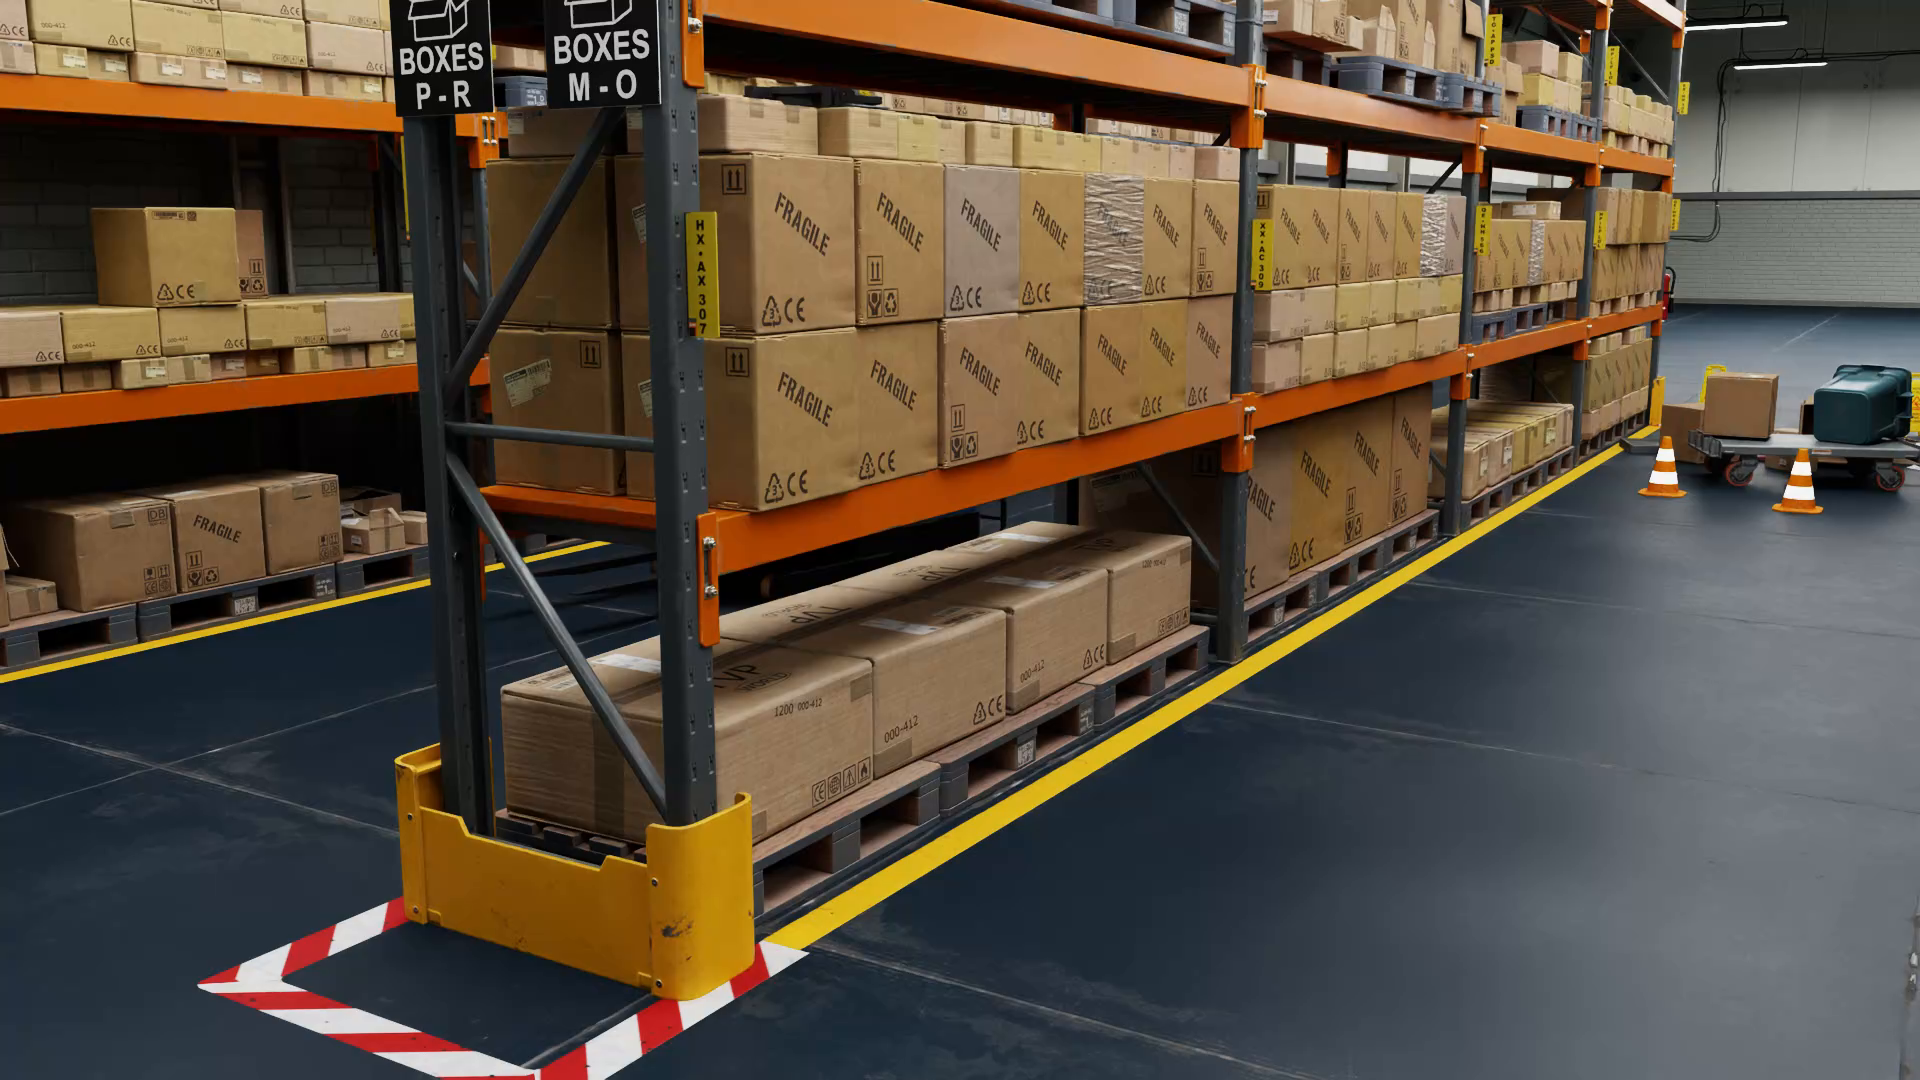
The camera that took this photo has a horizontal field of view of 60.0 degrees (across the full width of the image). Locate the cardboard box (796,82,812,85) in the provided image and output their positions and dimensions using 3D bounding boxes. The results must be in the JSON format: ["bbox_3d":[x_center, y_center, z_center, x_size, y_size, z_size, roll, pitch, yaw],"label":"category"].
[{"bbox_3d":[-1.390,-3.647,13.059,0.380,0.149,0.250,6,12,29],"label":"cardboard box"}]

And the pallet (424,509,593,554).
[{"bbox_3d":[-2.924,-0.149,11.591,1.003,0.211,1.213,6,12,31],"label":"pallet"}]

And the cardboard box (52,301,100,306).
[{"bbox_3d":[-4.578,-1.170,9.065,0.500,0.250,0.500,6,12,31],"label":"cardboard box"}]

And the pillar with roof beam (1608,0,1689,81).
[{"bbox_3d":[21.039,-10.508,43.041,9.100,9.000,0.548,6,12,31],"label":"pillar with roof beam"}]

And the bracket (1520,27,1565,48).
[{"bbox_3d":[12.995,-11.240,37.172,0.076,0.066,4.783,6,12,31],"label":"bracket"}]

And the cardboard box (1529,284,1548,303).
[{"bbox_3d":[4.510,-1.989,13.384,0.380,0.149,0.250,6,12,31],"label":"cardboard box"}]

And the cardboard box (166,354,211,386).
[{"bbox_3d":[-4.155,-0.902,8.720,0.380,0.149,0.250,7,13,32],"label":"cardboard box"}]

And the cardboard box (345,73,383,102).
[{"bbox_3d":[-3.525,-2.575,9.501,0.380,0.149,0.250,7,13,33],"label":"cardboard box"}]

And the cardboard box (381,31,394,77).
[{"bbox_3d":[-3.351,-2.835,9.809,0.500,0.250,0.500,6,12,31],"label":"cardboard box"}]

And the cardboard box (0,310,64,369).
[{"bbox_3d":[-4.664,-0.957,7.926,0.500,0.250,0.500,7,12,31],"label":"cardboard box"}]

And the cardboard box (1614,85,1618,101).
[{"bbox_3d":[5.636,-3.978,14.828,0.380,0.149,0.250,7,13,32],"label":"cardboard box"}]

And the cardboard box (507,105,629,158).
[{"bbox_3d":[-1.132,-1.220,4.985,0.380,0.149,0.250,7,12,31],"label":"cardboard box"}]

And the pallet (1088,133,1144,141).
[{"bbox_3d":[1.260,-4.214,17.815,1.003,0.211,1.213,6,12,31],"label":"pallet"}]

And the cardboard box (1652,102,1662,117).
[{"bbox_3d":[6.953,-4.384,17.001,0.380,0.149,0.250,6,12,30],"label":"cardboard box"}]

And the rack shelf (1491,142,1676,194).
[{"bbox_3d":[6.122,-3.608,16.293,1.077,0.370,4.000,6,12,31],"label":"rack shelf"}]

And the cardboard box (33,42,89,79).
[{"bbox_3d":[-4.418,-2.292,7.989,0.380,0.149,0.250,6,12,31],"label":"cardboard box"}]

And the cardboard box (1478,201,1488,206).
[{"bbox_3d":[4.061,-2.672,13.508,0.380,0.149,0.250,7,13,34],"label":"cardboard box"}]

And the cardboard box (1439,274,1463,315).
[{"bbox_3d":[2.972,-1.615,10.894,0.500,0.250,0.500,6,12,30],"label":"cardboard box"}]

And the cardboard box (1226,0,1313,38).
[{"bbox_3d":[1.489,-2.575,8.042,0.396,0.266,0.258,6,12,30],"label":"cardboard box"}]

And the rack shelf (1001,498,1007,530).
[{"bbox_3d":[0.001,-0.315,11.221,0.431,0.518,0.480,9,14,40],"label":"rack shelf"}]

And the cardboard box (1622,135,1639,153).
[{"bbox_3d":[6.199,-3.744,15.745,0.380,0.149,0.250,6,12,30],"label":"cardboard box"}]

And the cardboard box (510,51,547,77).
[{"bbox_3d":[-2.655,-3.041,10.579,0.380,0.149,0.250,7,12,31],"label":"cardboard box"}]

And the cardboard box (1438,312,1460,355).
[{"bbox_3d":[2.966,-1.366,10.919,0.500,0.250,0.500,6,12,29],"label":"cardboard box"}]

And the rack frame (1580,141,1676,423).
[{"bbox_3d":[7.160,-2.802,18.183,1.000,3.000,0.127,6,12,31],"label":"rack frame"}]

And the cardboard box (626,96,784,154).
[{"bbox_3d":[-0.726,-1.174,4.738,0.380,0.149,0.250,7,13,32],"label":"cardboard box"}]

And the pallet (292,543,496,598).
[{"bbox_3d":[-3.672,0.090,10.312,1.003,0.211,1.213,6,12,31],"label":"pallet"}]

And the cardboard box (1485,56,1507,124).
[{"bbox_3d":[3.507,-3.215,11.968,0.700,0.500,0.500,6,12,31],"label":"cardboard box"}]

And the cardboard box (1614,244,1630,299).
[{"bbox_3d":[6.062,-2.570,15.862,0.500,0.500,0.500,6,12,30],"label":"cardboard box"}]

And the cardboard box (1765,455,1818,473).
[{"bbox_3d":[7.341,-0.752,14.663,0.258,0.266,0.396,-2,11,-9],"label":"cardboard box"}]

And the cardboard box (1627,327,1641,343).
[{"bbox_3d":[6.700,-2.090,16.910,0.380,0.149,0.250,7,12,32],"label":"cardboard box"}]

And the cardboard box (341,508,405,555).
[{"bbox_3d":[-3.538,-0.079,9.927,0.396,0.266,0.258,7,13,33],"label":"cardboard box"}]

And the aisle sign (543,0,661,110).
[{"bbox_3d":[-0.936,-1.524,4.294,0.394,0.787,0.004,6,12,31],"label":"aisle sign"}]

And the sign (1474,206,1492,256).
[{"bbox_3d":[3.483,-2.060,11.076,0.100,0.325,0.005,6,12,31],"label":"sign"}]

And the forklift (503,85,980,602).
[{"bbox_3d":[-1.235,-1.187,9.744,1.130,2.935,3.031,9,14,41],"label":"forklift"}]

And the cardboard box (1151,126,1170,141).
[{"bbox_3d":[1.941,-4.723,18.602,0.797,0.503,0.637,7,13,33],"label":"cardboard box"}]

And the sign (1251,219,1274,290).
[{"bbox_3d":[1.405,-1.326,7.733,0.100,0.325,0.005,6,12,31],"label":"sign"}]

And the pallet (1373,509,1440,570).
[{"bbox_3d":[2.533,-0.056,11.095,1.003,0.211,1.213,6,12,31],"label":"pallet"}]

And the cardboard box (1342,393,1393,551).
[{"bbox_3d":[2.110,-0.465,10.334,0.875,0.875,0.875,7,12,31],"label":"cardboard box"}]

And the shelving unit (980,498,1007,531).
[{"bbox_3d":[0.001,-1.016,11.090,0.431,2.100,0.503,9,14,40],"label":"shelving unit"}]

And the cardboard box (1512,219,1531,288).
[{"bbox_3d":[3.972,-2.161,12.538,0.500,0.500,0.500,7,12,32],"label":"cardboard box"}]

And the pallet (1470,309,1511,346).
[{"bbox_3d":[3.285,-1.572,12.133,1.213,0.211,1.003,6,12,31],"label":"pallet"}]

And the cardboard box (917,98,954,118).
[{"bbox_3d":[-0.477,-3.976,14.618,0.700,0.500,0.500,6,12,30],"label":"cardboard box"}]

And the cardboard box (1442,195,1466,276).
[{"bbox_3d":[2.962,-1.978,10.793,0.500,0.500,0.500,6,12,29],"label":"cardboard box"}]

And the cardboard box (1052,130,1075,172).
[{"bbox_3d":[0.209,-1.460,6.264,0.380,0.149,0.250,6,12,31],"label":"cardboard box"}]

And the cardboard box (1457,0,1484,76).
[{"bbox_3d":[2.940,-3.201,10.745,0.797,0.503,0.637,6,12,27],"label":"cardboard box"}]

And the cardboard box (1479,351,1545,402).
[{"bbox_3d":[5.161,-1.515,15.602,0.500,0.500,0.500,6,12,30],"label":"cardboard box"}]

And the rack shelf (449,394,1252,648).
[{"bbox_3d":[-0.109,-0.246,6.488,1.077,0.370,4.000,6,12,31],"label":"rack shelf"}]

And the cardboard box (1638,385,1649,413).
[{"bbox_3d":[6.958,-1.500,17.561,0.500,0.250,0.500,6,12,30],"label":"cardboard box"}]

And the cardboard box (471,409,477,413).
[{"bbox_3d":[-3.238,-0.812,11.444,0.380,0.149,0.250,6,12,31],"label":"cardboard box"}]

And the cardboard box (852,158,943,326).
[{"bbox_3d":[-0.392,-0.956,5.336,0.500,0.500,0.500,6,12,29],"label":"cardboard box"}]

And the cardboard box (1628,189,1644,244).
[{"bbox_3d":[6.065,-3.063,15.779,0.700,0.500,0.500,6,12,29],"label":"cardboard box"}]

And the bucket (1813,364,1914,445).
[{"bbox_3d":[7.467,-1.095,13.834,0.620,0.611,0.726,-20,21,-35],"label":"bucket"}]

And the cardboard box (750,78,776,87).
[{"bbox_3d":[-1.617,-3.414,12.626,0.380,0.149,0.250,6,12,31],"label":"cardboard box"}]

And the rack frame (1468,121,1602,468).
[{"bbox_3d":[5.083,-2.173,14.823,1.000,3.000,0.127,6,12,31],"label":"rack frame"}]

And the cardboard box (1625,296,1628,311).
[{"bbox_3d":[6.300,-2.311,16.243,0.380,0.149,0.250,6,12,30],"label":"cardboard box"}]

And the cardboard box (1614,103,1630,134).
[{"bbox_3d":[5.806,-3.845,15.201,0.500,0.250,0.500,6,12,30],"label":"cardboard box"}]

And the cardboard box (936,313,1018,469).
[{"bbox_3d":[-0.134,-0.543,5.847,0.500,0.500,0.500,6,12,30],"label":"cardboard box"}]
